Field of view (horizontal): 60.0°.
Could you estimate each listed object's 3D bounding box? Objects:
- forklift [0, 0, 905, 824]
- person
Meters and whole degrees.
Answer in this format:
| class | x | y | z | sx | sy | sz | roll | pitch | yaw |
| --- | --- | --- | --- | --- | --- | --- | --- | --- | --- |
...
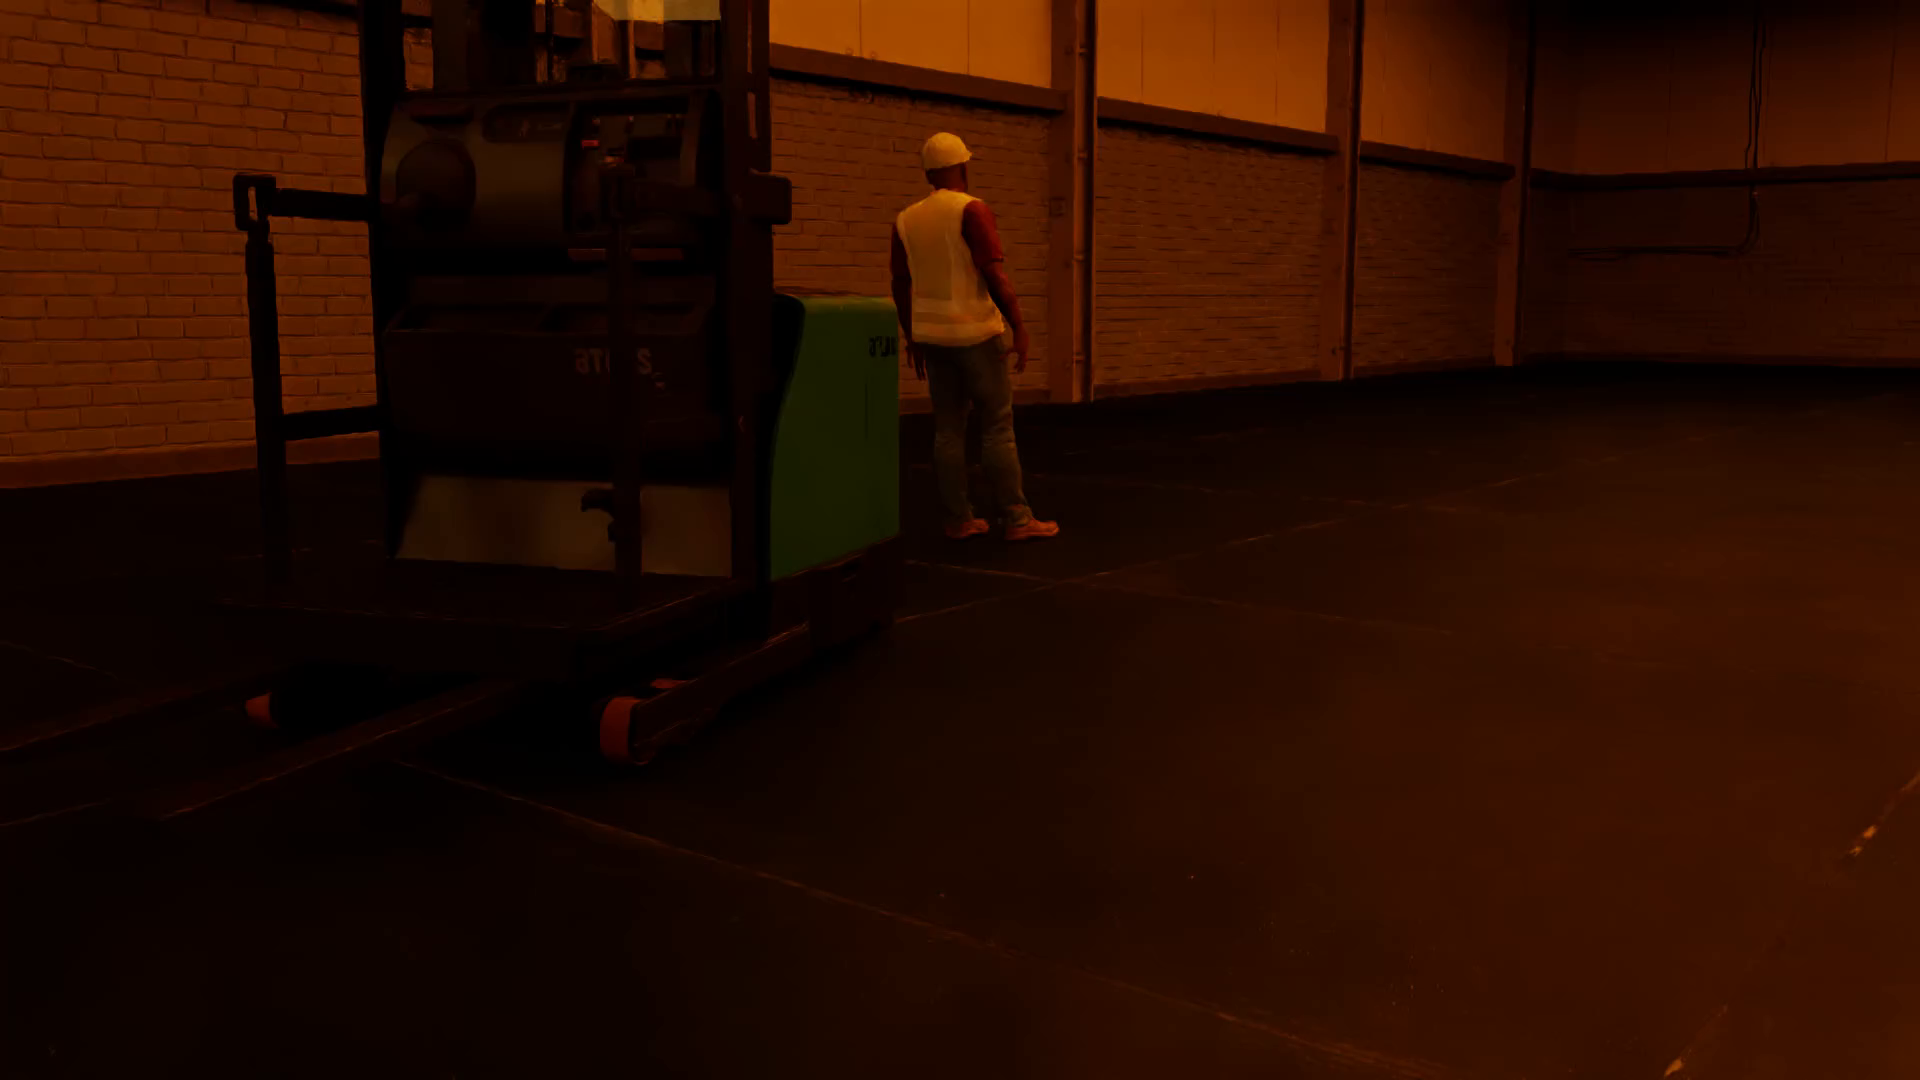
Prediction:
| class | x | y | z | sx | sy | sz | roll | pitch | yaw |
| --- | --- | --- | --- | --- | --- | --- | --- | --- | --- |
| forklift | -1.141 | -0.993 | 4.067 | 1.130 | 2.935 | 3.031 | 3 | 9 | 19 |
| person | 0.048 | -0.888 | 7.326 | 0.665 | 1.766 | 0.576 | 7 | 11 | 38 |
